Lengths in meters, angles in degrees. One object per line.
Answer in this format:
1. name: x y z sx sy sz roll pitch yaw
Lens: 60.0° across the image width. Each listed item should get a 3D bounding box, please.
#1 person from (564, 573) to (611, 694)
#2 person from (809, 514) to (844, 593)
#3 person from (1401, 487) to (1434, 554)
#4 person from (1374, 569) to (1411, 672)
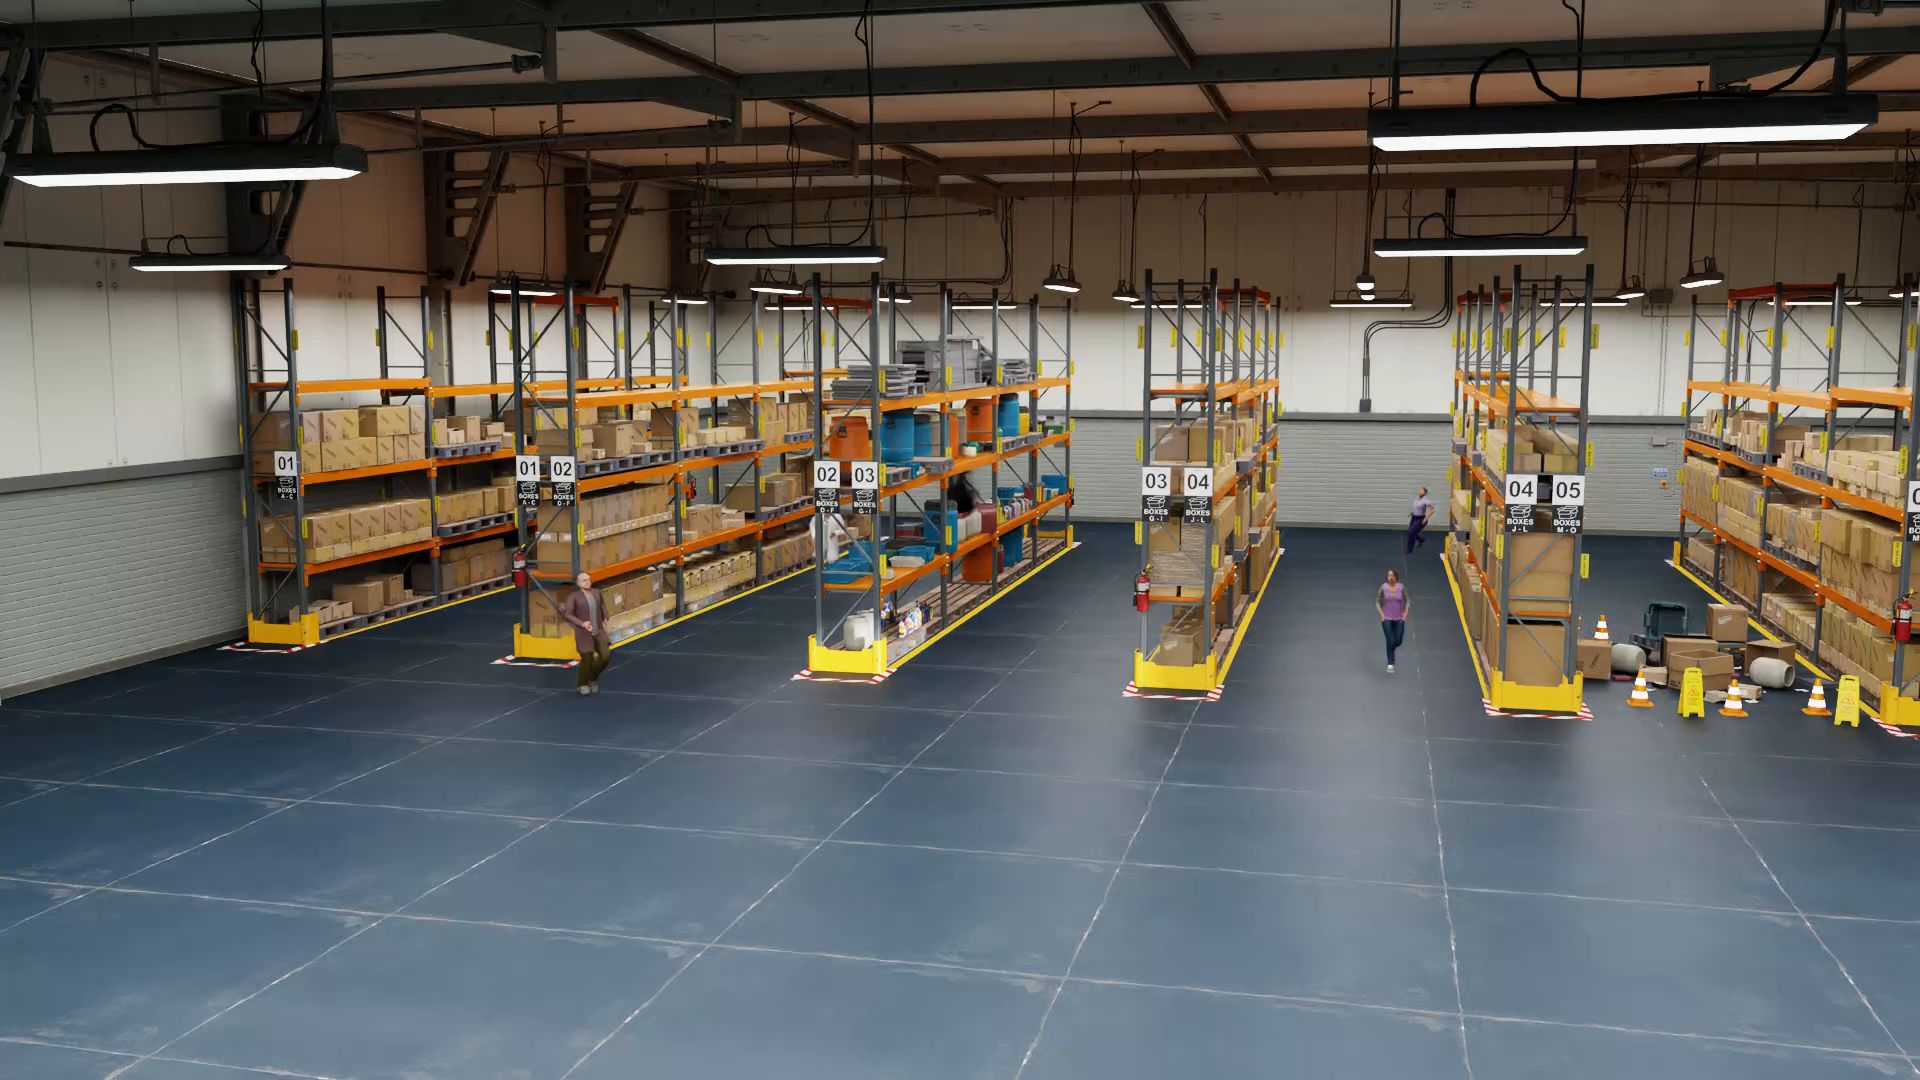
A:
1. person: -5.231 1.323 23.506 0.722 1.735 0.667 -6 9 -40
2. person: -2.487 0.163 30.870 0.680 1.835 0.738 0 7 3
3. person: 10.794 -0.450 39.003 0.740 1.580 0.660 -3 8 -25
4. person: 6.577 1.210 25.317 0.537 1.568 0.498 1 7 10
